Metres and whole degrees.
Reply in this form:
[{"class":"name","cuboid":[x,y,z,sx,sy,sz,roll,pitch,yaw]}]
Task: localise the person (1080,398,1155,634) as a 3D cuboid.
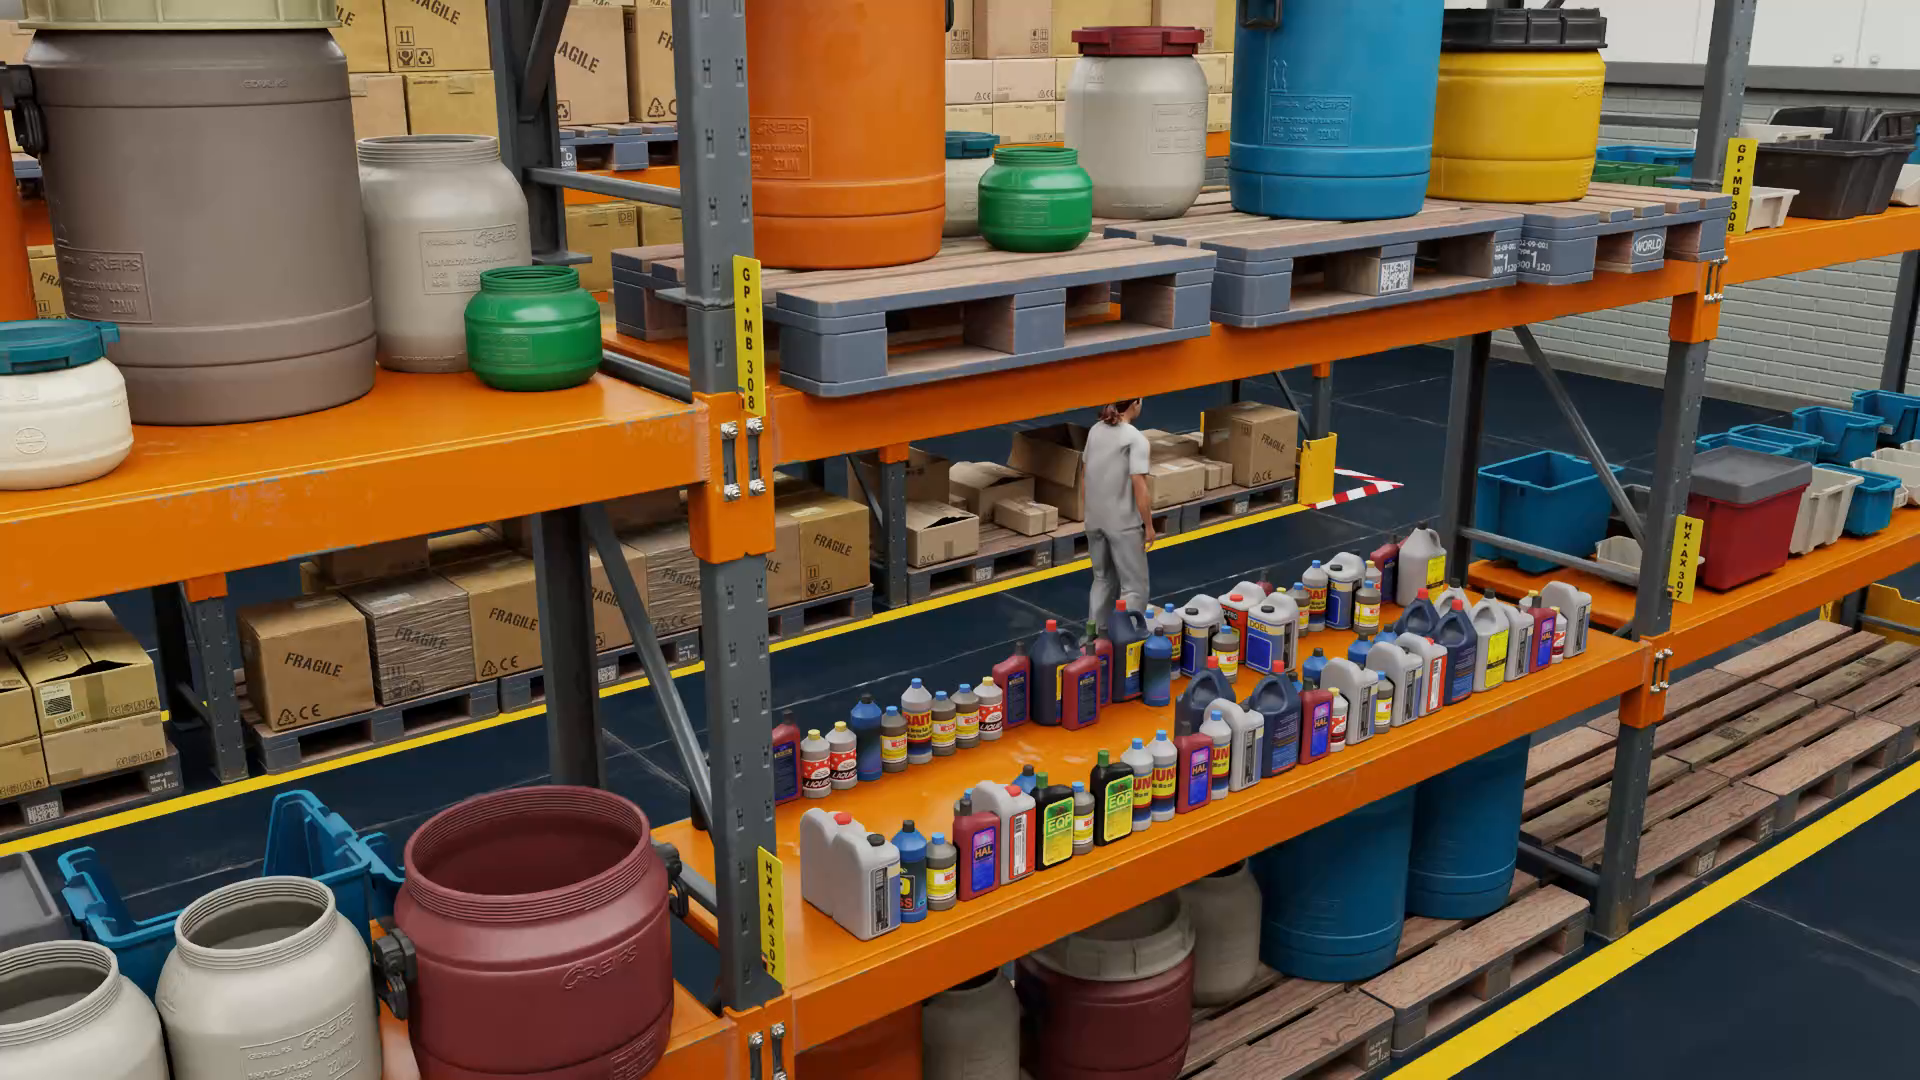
[{"class":"person","cuboid":[0.891,-0.087,9.330,0.359,1.671,0.512,-15,23,-40]}]
